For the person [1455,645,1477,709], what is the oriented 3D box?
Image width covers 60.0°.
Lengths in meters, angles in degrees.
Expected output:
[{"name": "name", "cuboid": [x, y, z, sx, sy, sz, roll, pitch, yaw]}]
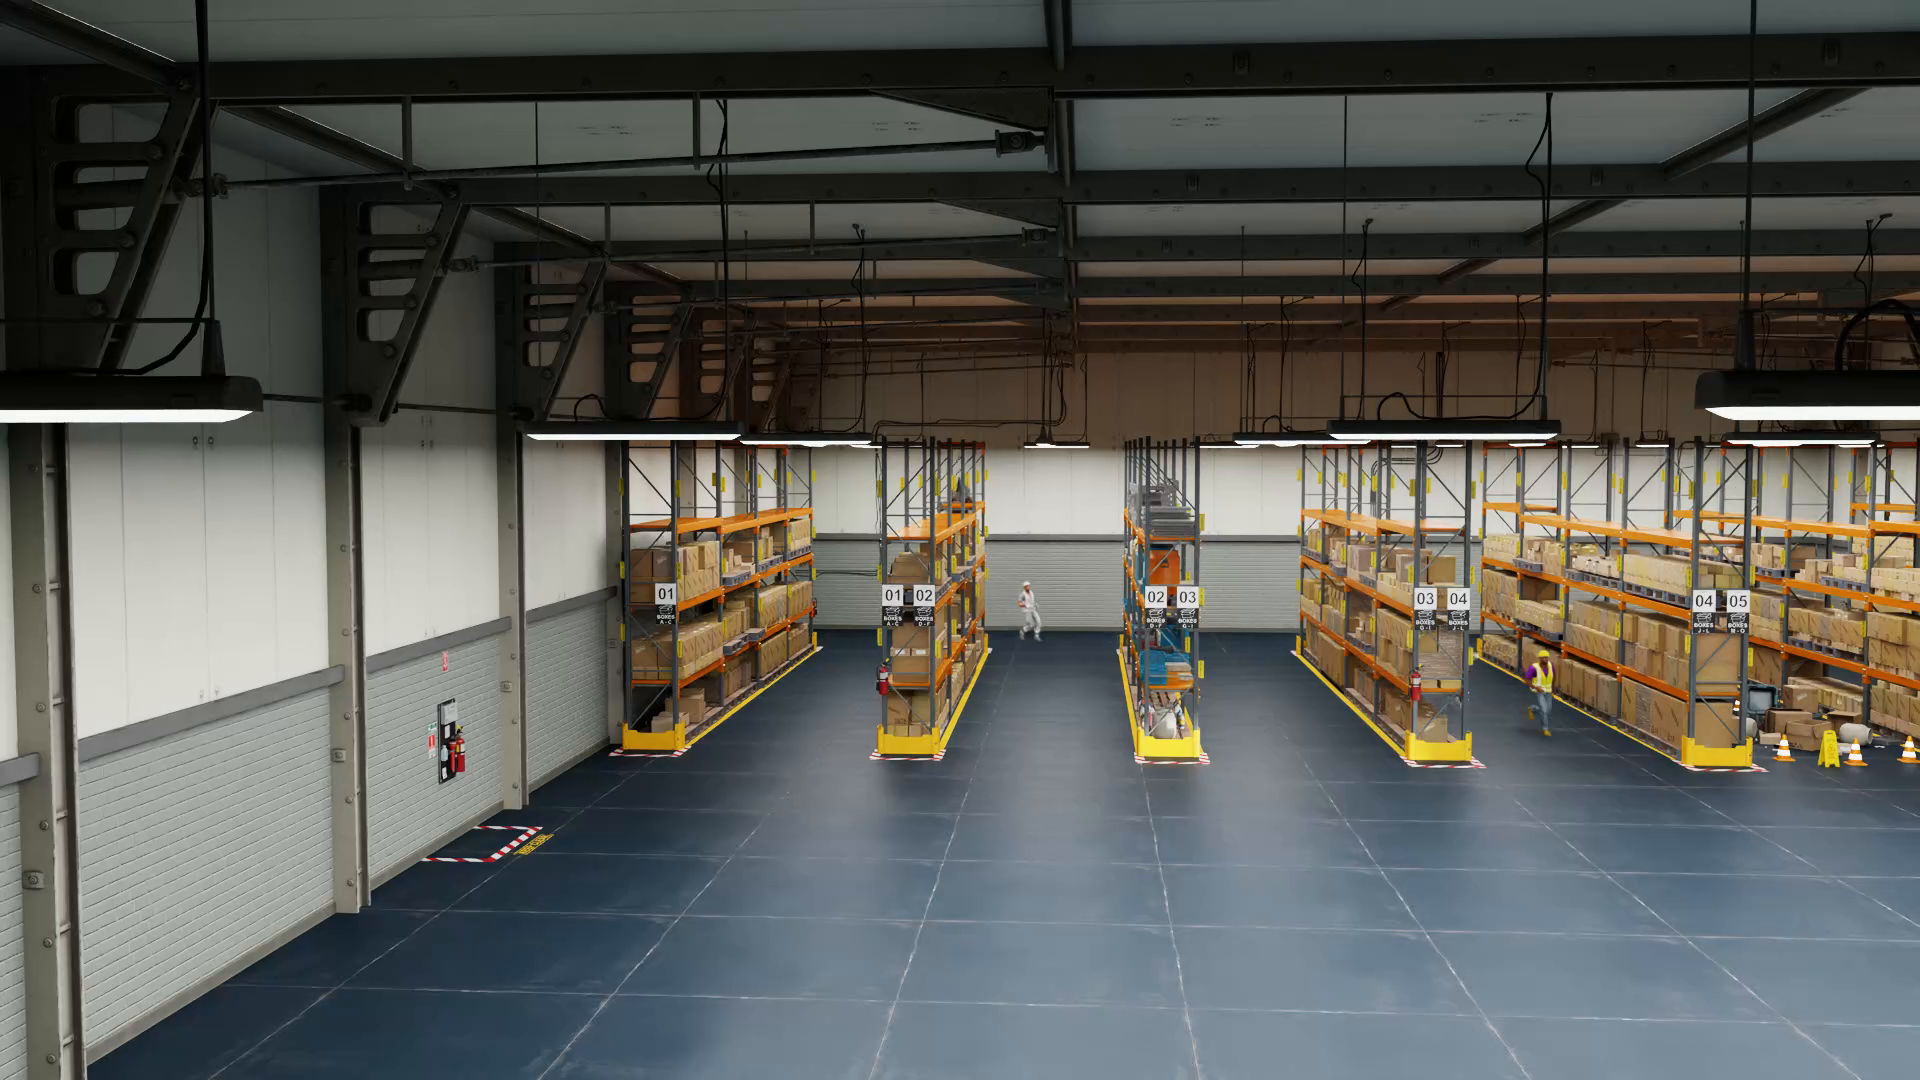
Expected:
[{"name": "person", "cuboid": [11.264, 2.944, 37.188, 0.548, 1.617, 0.770, 0, 3, -4]}]

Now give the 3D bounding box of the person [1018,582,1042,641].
[{"name": "person", "cuboid": [1.956, 2.046, 47.611, 0.670, 1.712, 0.687, 3, 4, 45]}]

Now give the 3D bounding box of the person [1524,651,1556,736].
[{"name": "person", "cuboid": [11.744, 3.084, 33.719, 0.729, 1.722, 0.728, -1, 3, -17]}]
